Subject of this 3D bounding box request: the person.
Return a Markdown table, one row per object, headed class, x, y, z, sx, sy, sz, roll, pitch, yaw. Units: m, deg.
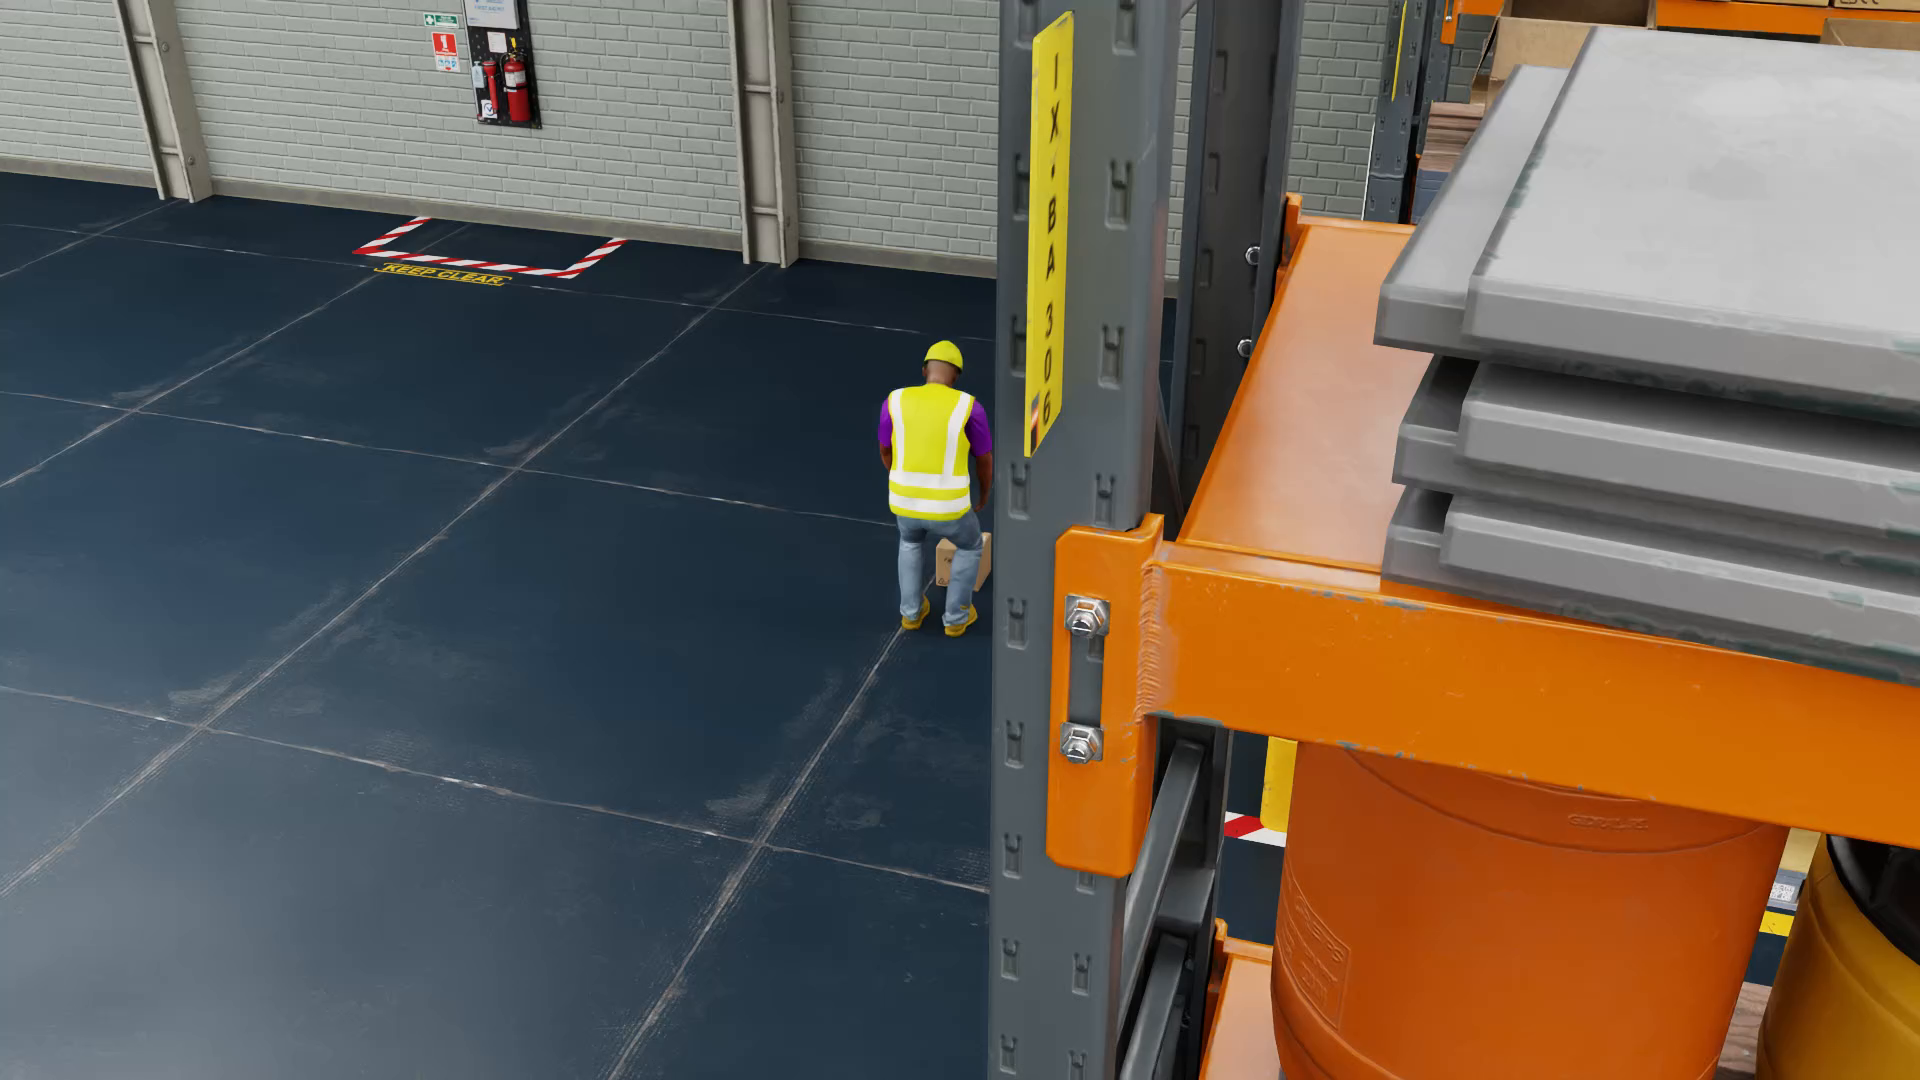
| class | x | y | z | sx | sy | sz | roll | pitch | yaw |
| --- | --- | --- | --- | --- | --- | --- | --- | --- | --- |
| person | -0.143 | -0.257 | 8.795 | 0.625 | 1.543 | 0.666 | 9 | 30 | 15 |
